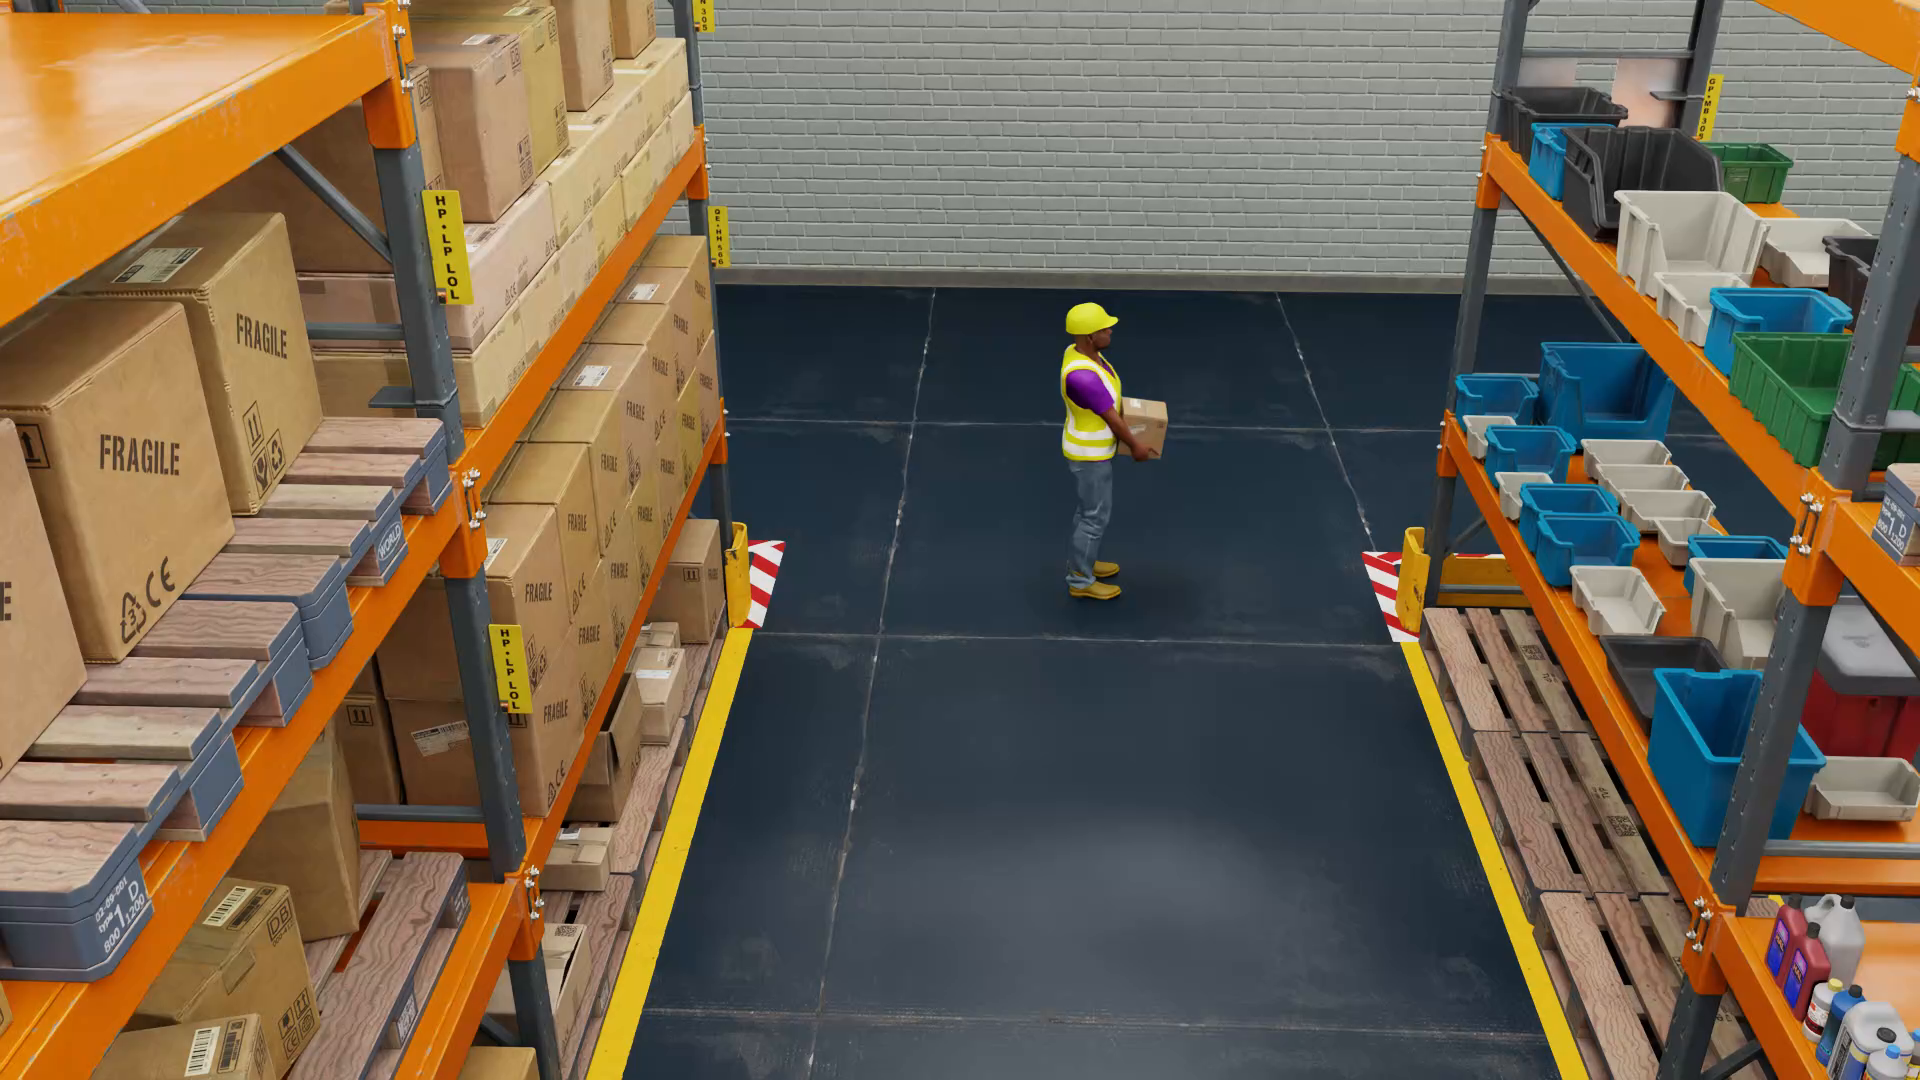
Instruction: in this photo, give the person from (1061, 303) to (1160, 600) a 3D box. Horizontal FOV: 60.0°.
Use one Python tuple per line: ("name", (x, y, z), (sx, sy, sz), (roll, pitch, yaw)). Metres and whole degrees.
("person", (1.624, 3.035, 2.846), (2.928, 1.761, 15.637), (1, 28, 3))
